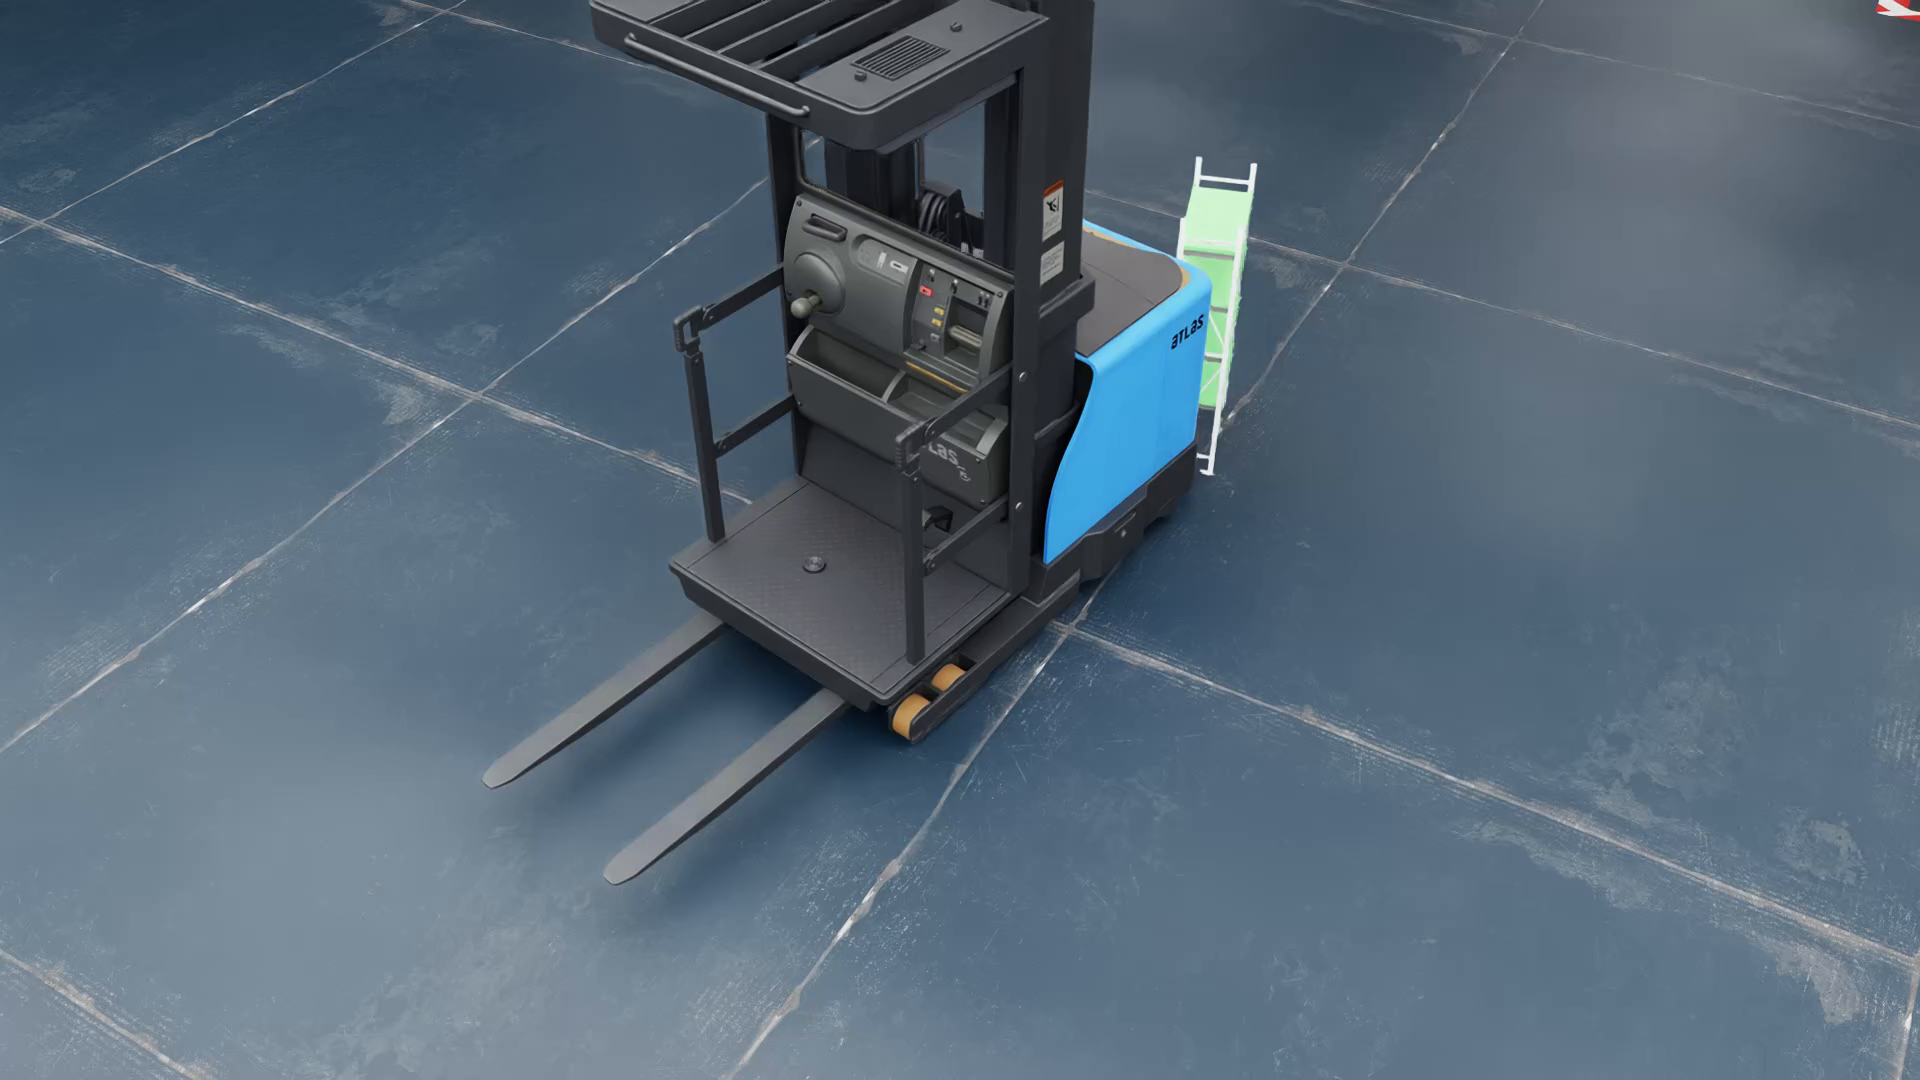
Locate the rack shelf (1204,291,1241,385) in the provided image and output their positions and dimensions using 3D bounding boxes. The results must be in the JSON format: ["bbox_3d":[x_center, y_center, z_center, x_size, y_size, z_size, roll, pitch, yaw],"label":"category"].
[{"bbox_3d":[1.012,-0.860,6.916,0.258,0.148,0.480,9,42,10],"label":"rack shelf"}]

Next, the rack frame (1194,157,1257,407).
[{"bbox_3d":[1.067,-1.065,7.052,0.240,1.200,0.015,9,42,10],"label":"rack frame"}]

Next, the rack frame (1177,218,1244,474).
[{"bbox_3d":[0.957,-0.751,6.695,0.240,1.200,0.015,9,42,10],"label":"rack frame"}]

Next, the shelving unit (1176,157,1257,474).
[{"bbox_3d":[1.012,-0.908,6.874,0.258,1.200,0.503,9,42,10],"label":"shelving unit"}]

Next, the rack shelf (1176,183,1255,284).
[{"bbox_3d":[1.012,-1.221,6.599,0.258,0.148,0.480,9,42,10],"label":"rack shelf"}]

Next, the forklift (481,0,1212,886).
[{"bbox_3d":[-0.361,-0.762,5.397,1.130,2.935,3.031,29,49,29],"label":"forklift"}]

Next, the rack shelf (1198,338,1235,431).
[{"bbox_3d":[1.012,-0.680,7.075,0.258,0.148,0.480,9,42,10],"label":"rack shelf"}]

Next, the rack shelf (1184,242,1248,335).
[{"bbox_3d":[1.012,-1.041,6.757,0.258,0.148,0.480,9,42,10],"label":"rack shelf"}]
